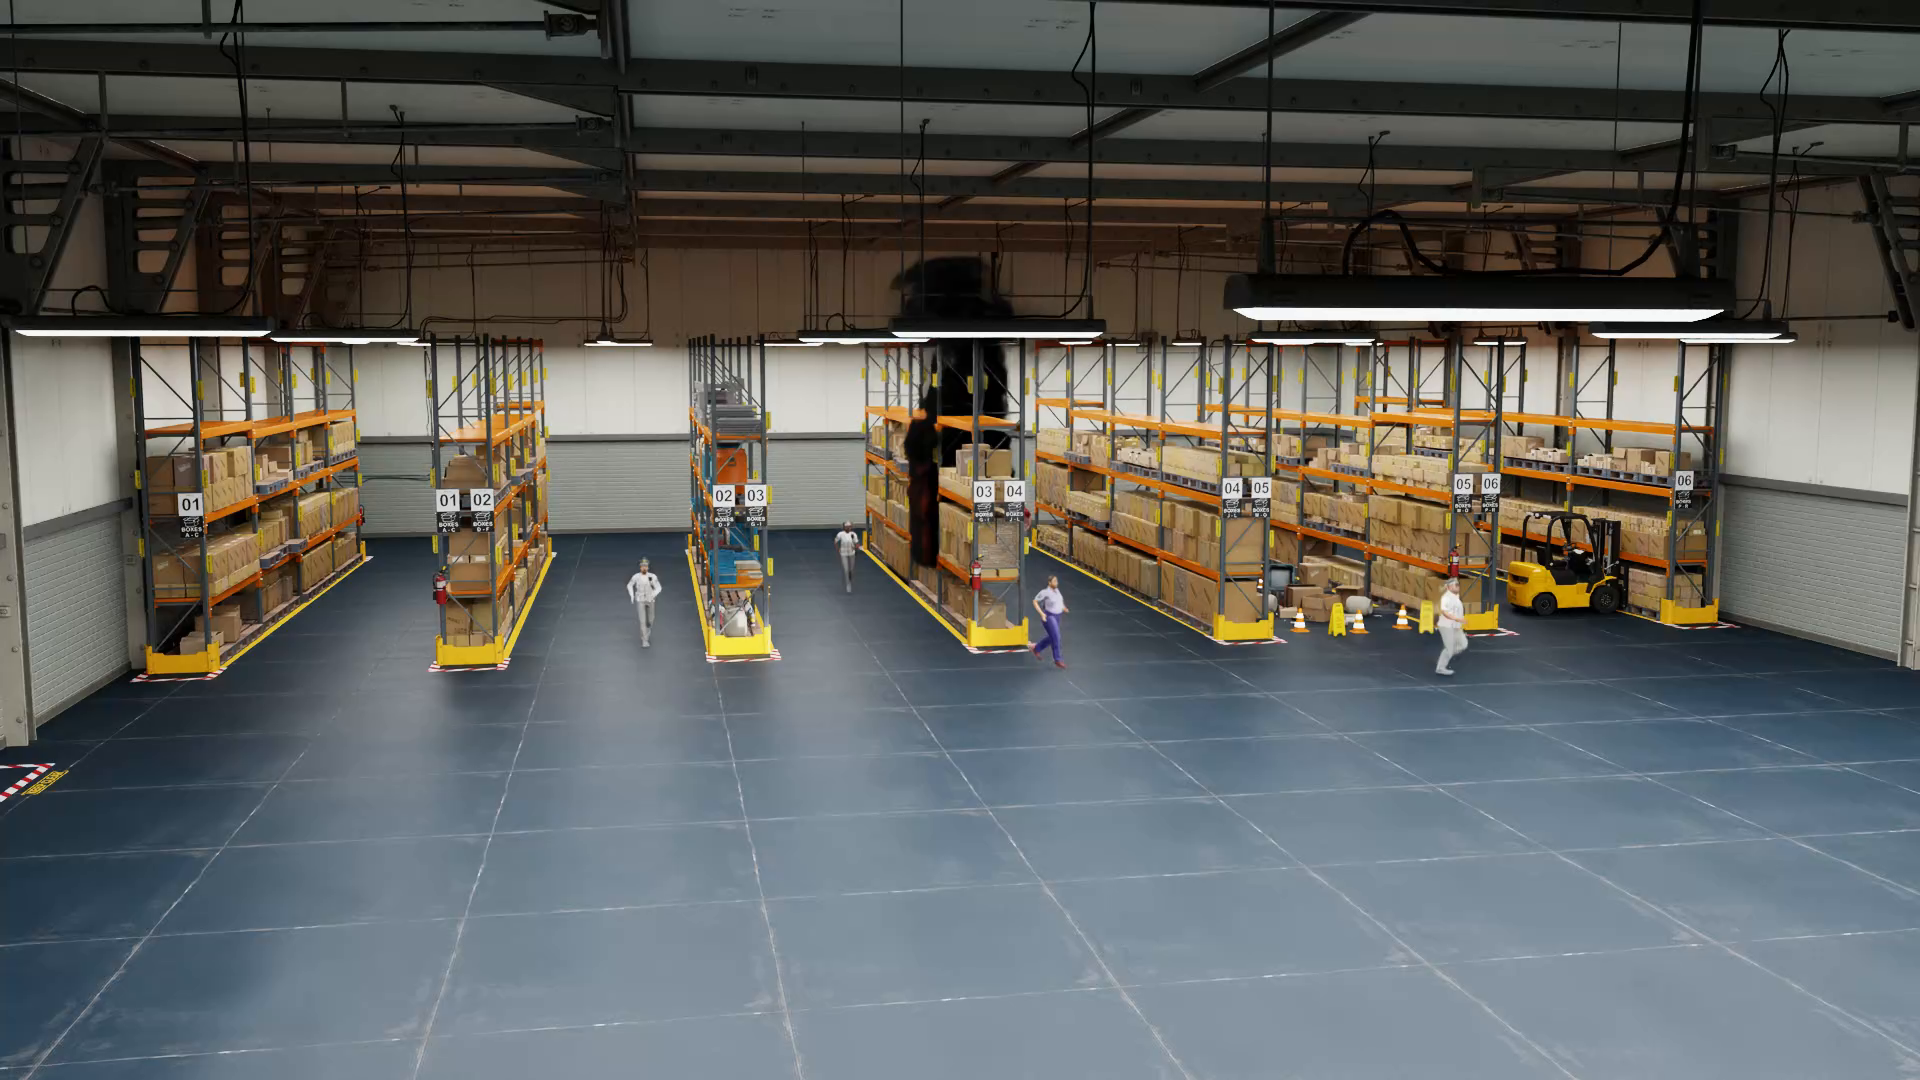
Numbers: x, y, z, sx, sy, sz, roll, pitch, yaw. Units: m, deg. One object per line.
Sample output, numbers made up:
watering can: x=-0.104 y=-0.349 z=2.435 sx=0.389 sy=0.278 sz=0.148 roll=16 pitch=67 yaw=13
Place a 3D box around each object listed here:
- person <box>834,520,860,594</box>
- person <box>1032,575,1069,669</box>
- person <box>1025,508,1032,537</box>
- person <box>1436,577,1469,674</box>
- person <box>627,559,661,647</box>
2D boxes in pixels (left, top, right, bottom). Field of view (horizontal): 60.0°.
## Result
person: x=-2.655 y=0.374 z=39.315 sx=0.591 sy=1.699 sz=0.816 roll=-2 pitch=7 yaw=-15
person: x=1.640 y=1.468 z=30.137 sx=0.847 sy=1.659 sz=0.616 roll=5 pitch=8 yaw=36
person: x=1.600 y=-0.262 z=44.989 sx=0.675 sy=1.699 sz=0.665 roll=0 pitch=7 yaw=-2
person: x=8.692 y=1.503 z=29.238 sx=0.608 sy=1.735 sz=0.706 roll=5 pitch=8 yaw=36
person: x=-6.119 y=1.192 z=32.265 sx=0.642 sy=1.667 sz=0.857 roll=-2 pitch=7 yaw=-14
